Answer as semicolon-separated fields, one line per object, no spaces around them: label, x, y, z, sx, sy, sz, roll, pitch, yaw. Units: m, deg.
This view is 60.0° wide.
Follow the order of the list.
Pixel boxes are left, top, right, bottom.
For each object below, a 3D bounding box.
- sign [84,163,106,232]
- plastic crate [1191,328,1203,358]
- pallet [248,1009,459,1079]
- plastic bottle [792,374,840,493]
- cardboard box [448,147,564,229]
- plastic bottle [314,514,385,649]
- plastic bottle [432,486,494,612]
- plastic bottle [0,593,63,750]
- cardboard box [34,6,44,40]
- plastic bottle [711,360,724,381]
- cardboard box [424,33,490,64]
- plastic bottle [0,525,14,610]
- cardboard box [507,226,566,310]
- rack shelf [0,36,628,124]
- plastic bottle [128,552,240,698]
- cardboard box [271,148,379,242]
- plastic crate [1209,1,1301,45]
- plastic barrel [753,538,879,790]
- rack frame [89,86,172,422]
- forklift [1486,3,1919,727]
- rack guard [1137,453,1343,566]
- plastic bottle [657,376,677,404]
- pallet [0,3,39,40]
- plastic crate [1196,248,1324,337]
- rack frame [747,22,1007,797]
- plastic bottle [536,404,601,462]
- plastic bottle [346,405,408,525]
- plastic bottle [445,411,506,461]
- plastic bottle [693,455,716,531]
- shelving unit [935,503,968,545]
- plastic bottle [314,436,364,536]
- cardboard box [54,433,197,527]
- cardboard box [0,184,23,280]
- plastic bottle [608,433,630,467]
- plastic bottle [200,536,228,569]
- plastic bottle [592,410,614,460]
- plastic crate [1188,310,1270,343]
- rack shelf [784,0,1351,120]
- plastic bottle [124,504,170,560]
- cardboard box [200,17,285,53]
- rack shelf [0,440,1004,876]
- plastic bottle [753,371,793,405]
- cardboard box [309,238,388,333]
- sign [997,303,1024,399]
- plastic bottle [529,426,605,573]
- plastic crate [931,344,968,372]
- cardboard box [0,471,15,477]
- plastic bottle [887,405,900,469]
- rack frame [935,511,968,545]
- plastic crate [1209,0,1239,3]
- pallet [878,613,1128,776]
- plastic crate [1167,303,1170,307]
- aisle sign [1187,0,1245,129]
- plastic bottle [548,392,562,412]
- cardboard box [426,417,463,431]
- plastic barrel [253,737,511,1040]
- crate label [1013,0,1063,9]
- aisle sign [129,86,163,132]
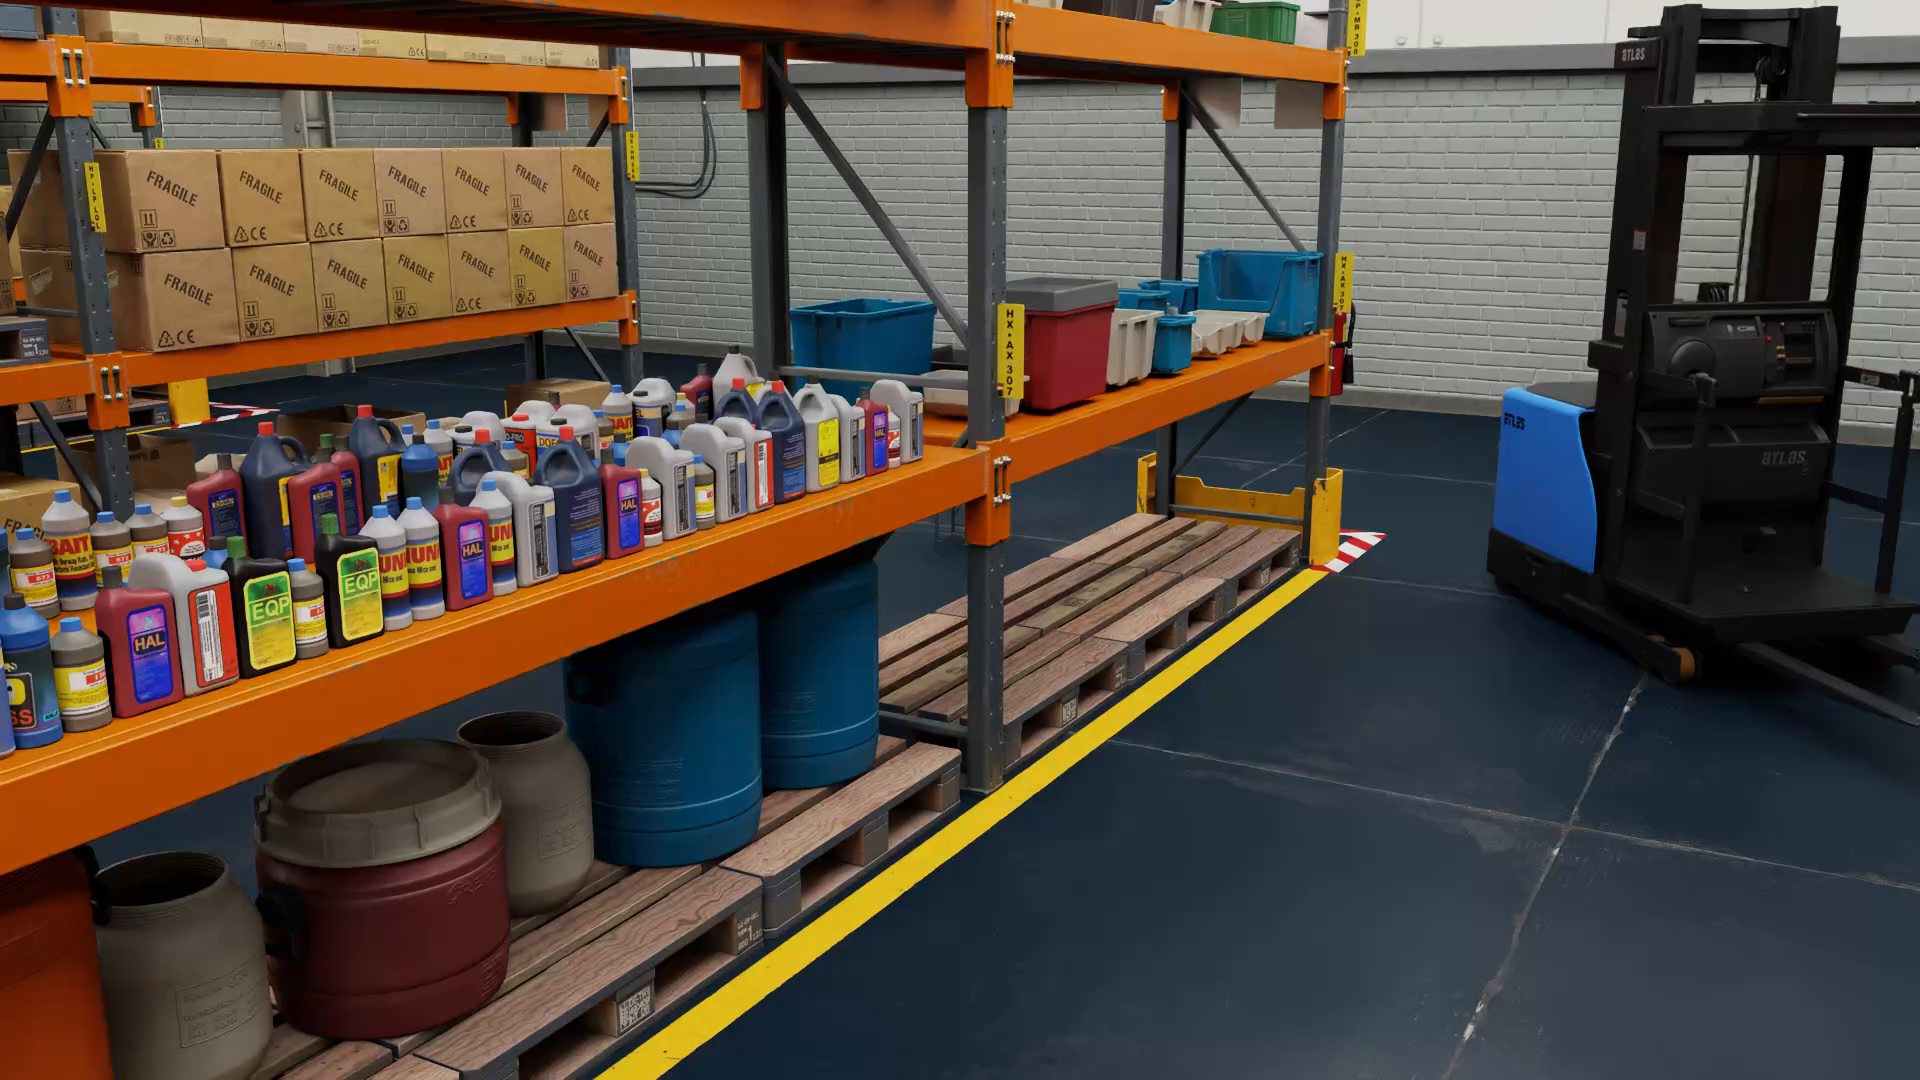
sign;-4.152;-1.645;7.984;0.100;0.325;0.005;7;15;28
plastic crate;1.000;-0.935;7.947;0.298;0.136;0.250;7;15;28
pallet;-1.895;1.428;3.660;1.003;0.211;1.213;7;15;28
plastic bottle;-0.463;-0.332;5.117;0.144;0.351;0.185;7;15;28
cardboard box;-2.924;-2.273;10.715;0.500;0.500;0.500;8;16;30
plastic bottle;-1.307;0.079;3.555;0.061;0.283;0.133;7;15;28
plastic bottle;-1.149;0.011;3.835;0.061;0.283;0.133;7;15;28
plastic bottle;-1.667;0.229;2.960;0.097;0.271;0.097;0;14;0
cardboard box;-4.638;-2.659;8.583;0.500;0.250;0.500;7;15;28
plastic bottle;-0.856;-0.498;5.949;0.061;0.283;0.133;7;15;28
cardboard box;-3.205;-3.009;10.035;0.500;0.250;0.500;7;15;28
plastic bottle;-2.140;0.061;3.654;0.097;0.271;0.097;0;14;0
cardboard box;-2.932;-1.784;10.818;0.500;0.500;0.500;8;15;29
rack shelf;-3.673;-2.663;9.813;1.077;0.370;4.000;7;15;28
plastic bottle;-1.523;0.152;3.267;0.152;0.276;0.135;7;15;28
cardboard box;-3.668;-1.955;9.394;0.500;0.500;0.500;7;15;26
plastic crate;1.401;-2.523;8.151;0.450;0.188;0.336;7;15;28
plastic barrel;-0.583;0.344;5.789;0.600;0.901;0.708;7;15;28
rack frame;-7.044;-2.525;14.107;1.000;3.000;0.127;7;15;28
forklift;3.630;-0.877;7.419;1.130;2.935;3.031;-2;14;-10
rack guard;1.628;-0.194;9.770;1.175;0.500;0.348;7;15;28
plastic bottle;-1.008;-0.419;5.647;0.097;0.271;0.097;0;14;0
pallet;-5.017;-2.385;7.526;1.213;0.211;1.003;7;15;28
plastic crate;1.630;-1.359;9.067;0.616;0.435;0.499;7;15;28
rack frame;-0.306;-0.582;6.047;1.000;3.000;0.127;7;15;28
plastic bottle;-1.177;-0.263;4.987;0.152;0.276;0.135;7;15;28
plastic bottle;-1.597;-0.196;4.553;0.144;0.351;0.185;7;15;28
plastic bottle;-1.423;-0.232;4.861;0.152;0.276;0.135;7;15;28
plastic bottle;-0.731;-0.135;4.617;0.097;0.201;0.097;0;14;0
shelving unit;0.004;-0.439;9.935;0.258;0.900;0.210;7;15;28
plastic bottle;-1.657;-0.129;4.416;0.061;0.283;0.133;7;15;28
cardboard box;-4.613;-0.292;9.237;0.500;0.500;0.500;7;15;28
cardboard box;-7.624;-2.414;13.008;0.980;0.700;0.700;7;15;28
plastic bottle;-0.929;-0.158;4.565;0.097;0.271;0.097;0;14;0
plastic bottle;-1.497;0.127;3.382;0.097;0.271;0.097;0;14;0
plastic bottle;-1.167;-0.318;5.375;0.097;0.201;0.097;0;14;0
plastic crate;1.392;-1.116;8.696;0.396;0.136;0.243;7;15;28
rack shelf;0.661;-2.101;7.482;1.077;0.370;4.000;7;15;28
plastic bottle;-1.951;0.015;3.994;0.097;0.201;0.097;0;14;0
cardboard box;-3.943;-2.703;8.765;0.500;0.250;0.500;7;15;28
rack shelf;-1.272;0.178;4.429;1.077;0.370;4.000;7;15;28
plastic bottle;-0.590;-0.349;5.184;0.144;0.351;0.185;7;15;28
cardboard box;-3.666;-1.474;9.534;0.500;0.500;0.500;7;15;28
sign;0.175;-0.654;5.754;0.100;0.325;0.005;7;15;28
plastic bottle;-0.996;-0.106;4.179;0.144;0.351;0.185;7;15;28
plastic crate;0.000;-0.737;7.151;0.437;0.125;0.590;7;15;28
cardboard box;-5.087;-0.071;8.322;0.500;0.500;0.500;7;15;26
plastic bottle;-0.245;-0.341;5.471;0.097;0.201;0.097;0;14;0
rack frame;-0.045;-0.418;9.848;0.240;0.900;0.006;7;15;28
plastic crate;1.198;-2.750;8.918;0.497;0.269;0.590;7;15;28
pallet;0.016;0.619;7.018;1.003;0.211;1.213;7;15;28
plastic crate;0.993;-1.234;9.185;0.250;0.136;0.298;7;15;28
aisle sign;1.403;-2.715;9.347;0.394;0.787;0.004;7;15;28
plastic bottle;-1.286;-0.316;5.193;0.061;0.283;0.133;7;15;28
cardboard box;-3.459;-0.660;11.298;0.500;0.250;0.500;7;15;28
plastic barrel;-1.472;0.873;4.262;0.600;0.588;0.708;7;15;28
crate label;0.184;-1.980;6.007;0.293;0.136;0.466;7;15;28
aisle sign;-6.747;-3.770;13.722;0.394;0.787;0.004;7;15;28
